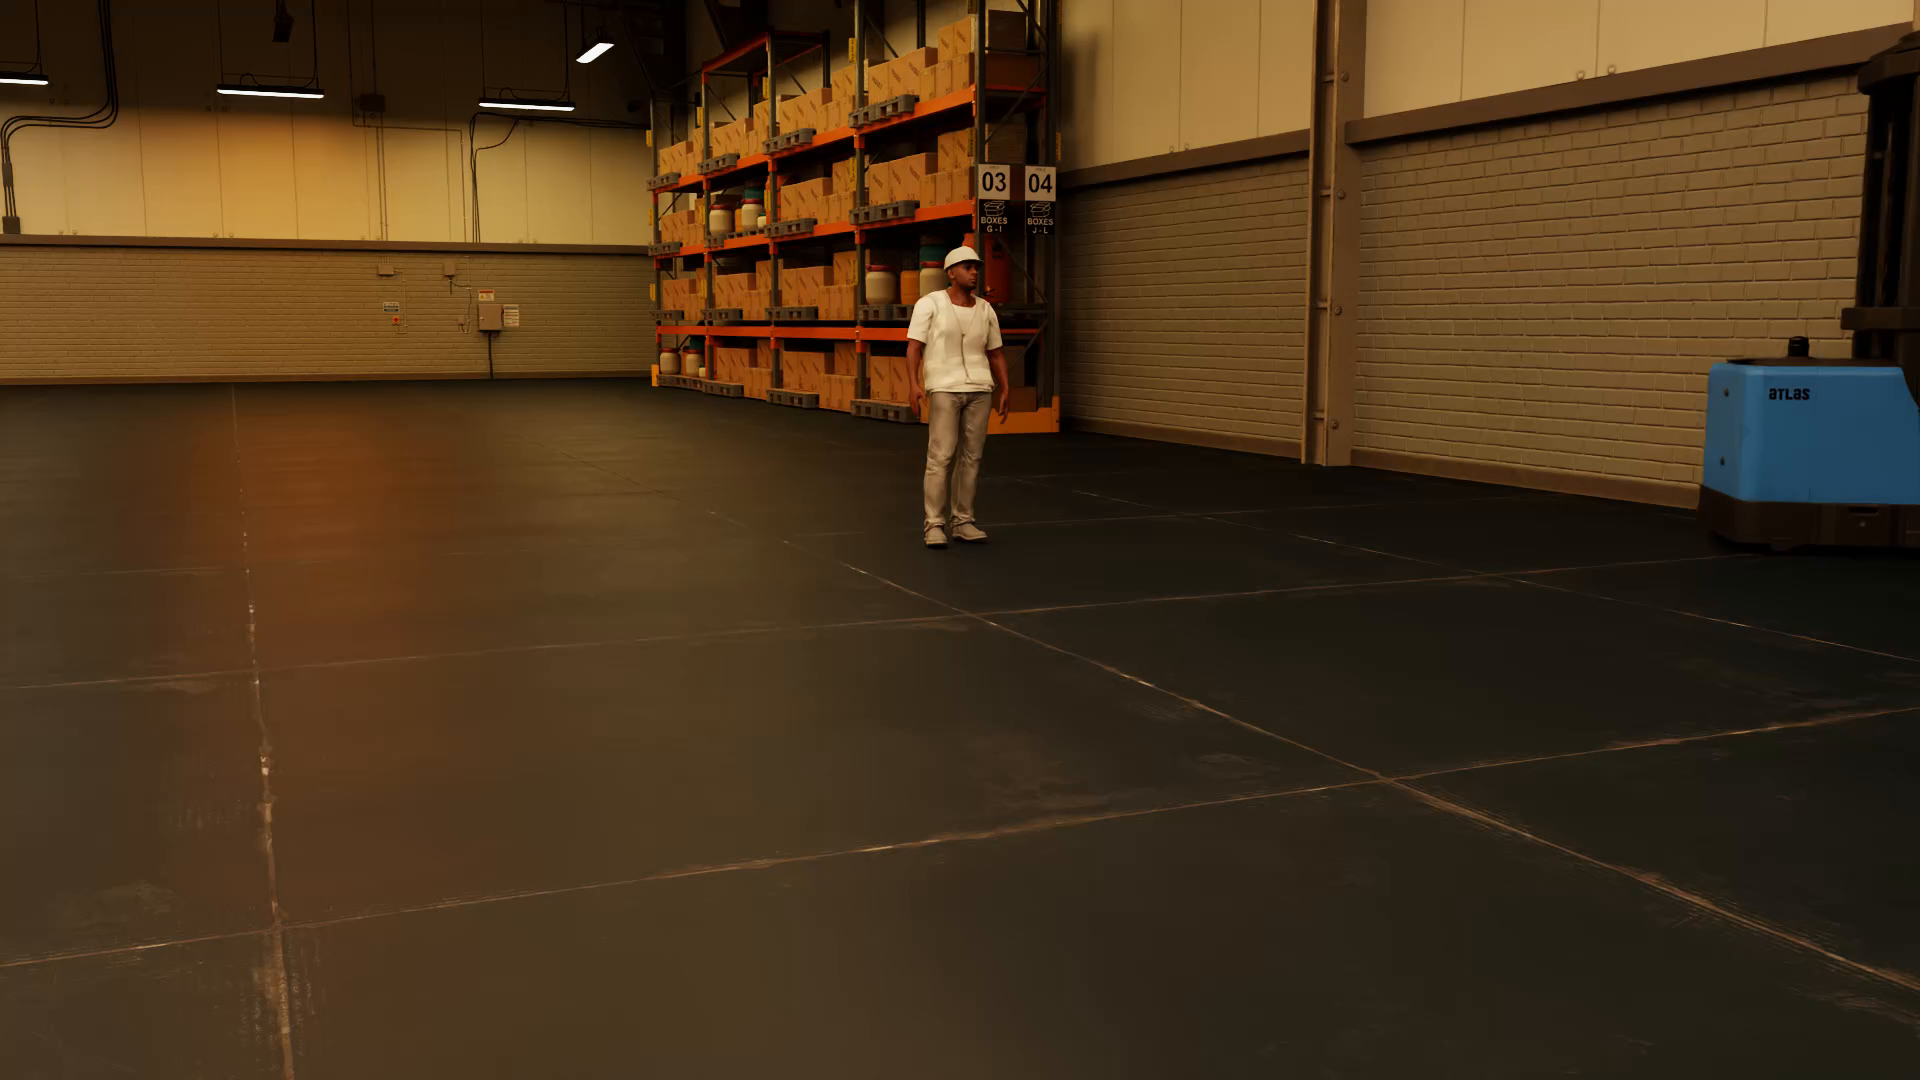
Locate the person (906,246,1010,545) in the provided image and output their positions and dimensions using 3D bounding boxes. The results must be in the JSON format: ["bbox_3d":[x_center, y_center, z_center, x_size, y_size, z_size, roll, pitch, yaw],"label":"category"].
[{"bbox_3d":[0.022,-0.874,9.972,0.665,1.765,0.577,-3,8,-23],"label":"person"}]

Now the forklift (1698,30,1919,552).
[{"bbox_3d":[6.007,-1.391,9.488,3.031,2.935,1.130,2,8,11],"label":"forklift"}]
